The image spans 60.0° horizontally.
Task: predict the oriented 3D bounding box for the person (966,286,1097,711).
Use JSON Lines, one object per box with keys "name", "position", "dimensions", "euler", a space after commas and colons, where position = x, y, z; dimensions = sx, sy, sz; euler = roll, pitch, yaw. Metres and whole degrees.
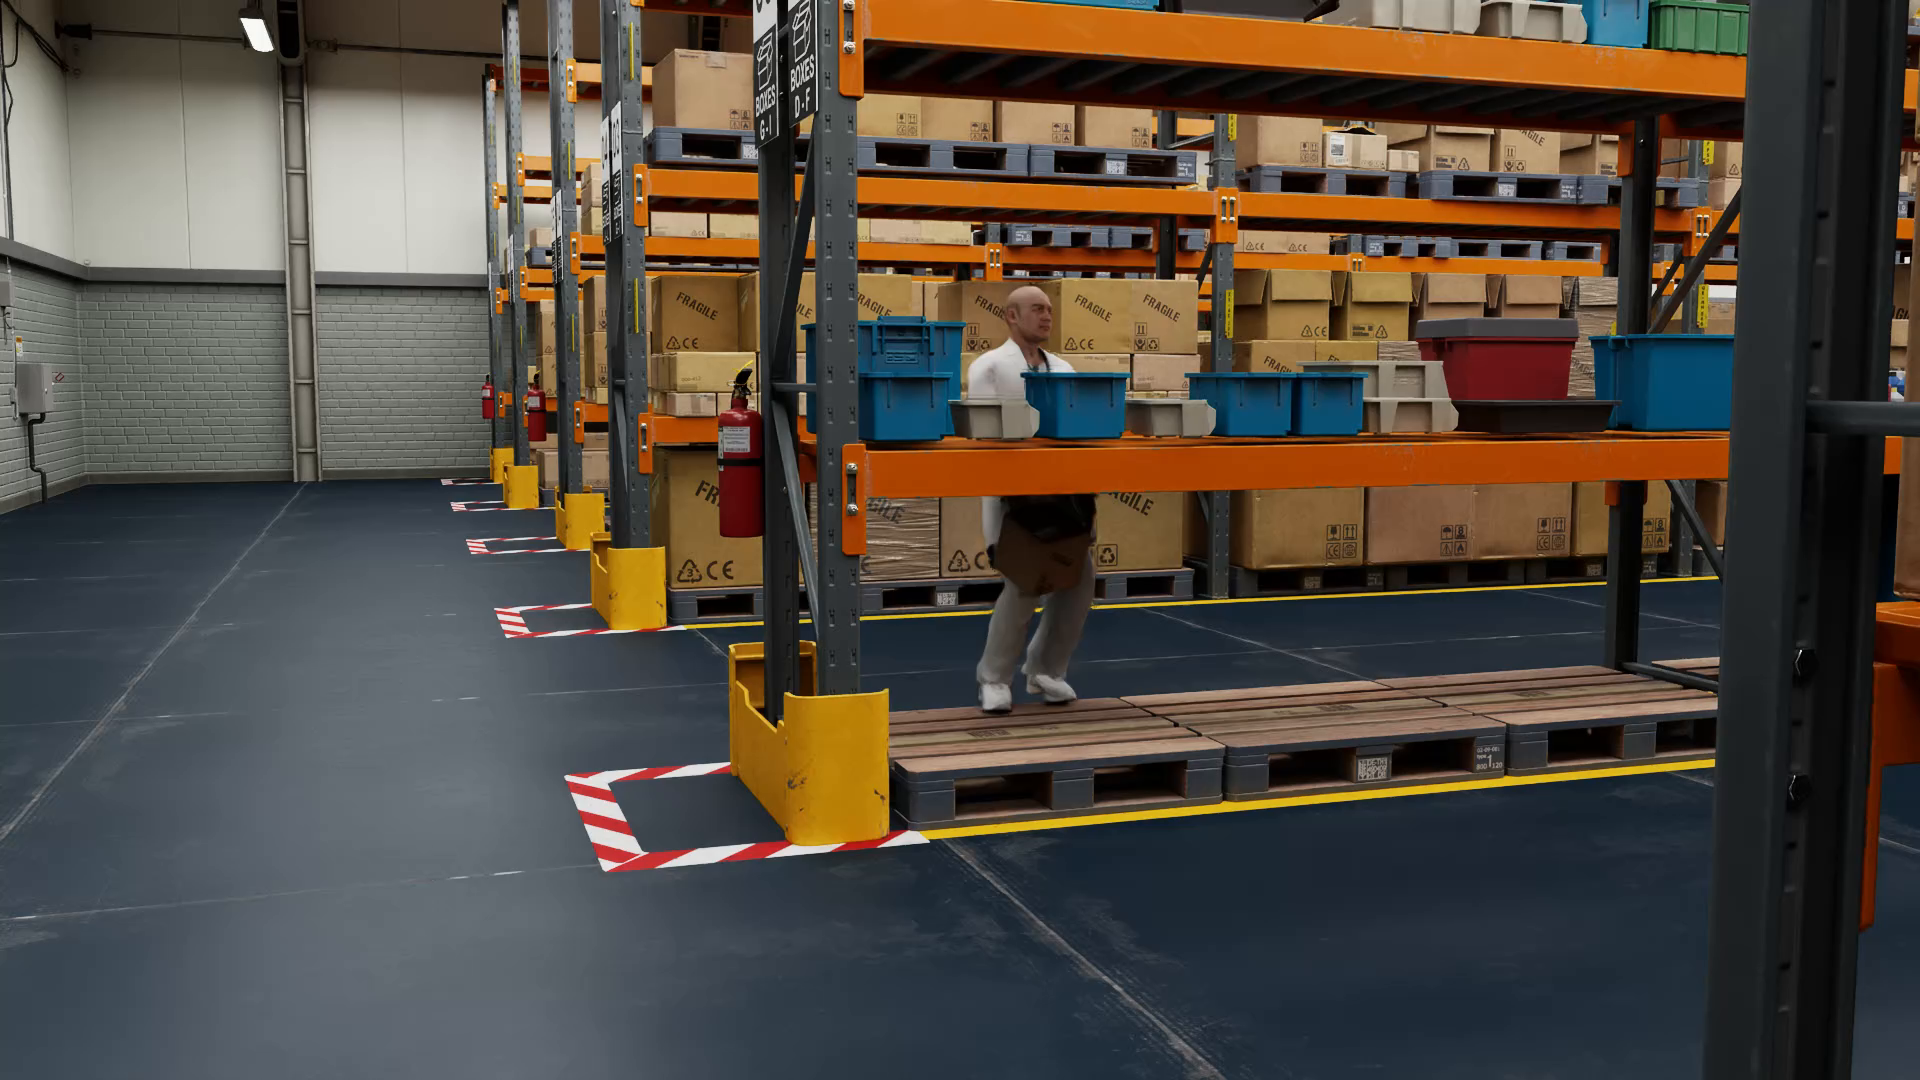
{"name": "person", "position": [0.285, -0.186, 6.837], "dimensions": [0.599, 1.715, 0.461], "euler": [-3, 7, -32]}
